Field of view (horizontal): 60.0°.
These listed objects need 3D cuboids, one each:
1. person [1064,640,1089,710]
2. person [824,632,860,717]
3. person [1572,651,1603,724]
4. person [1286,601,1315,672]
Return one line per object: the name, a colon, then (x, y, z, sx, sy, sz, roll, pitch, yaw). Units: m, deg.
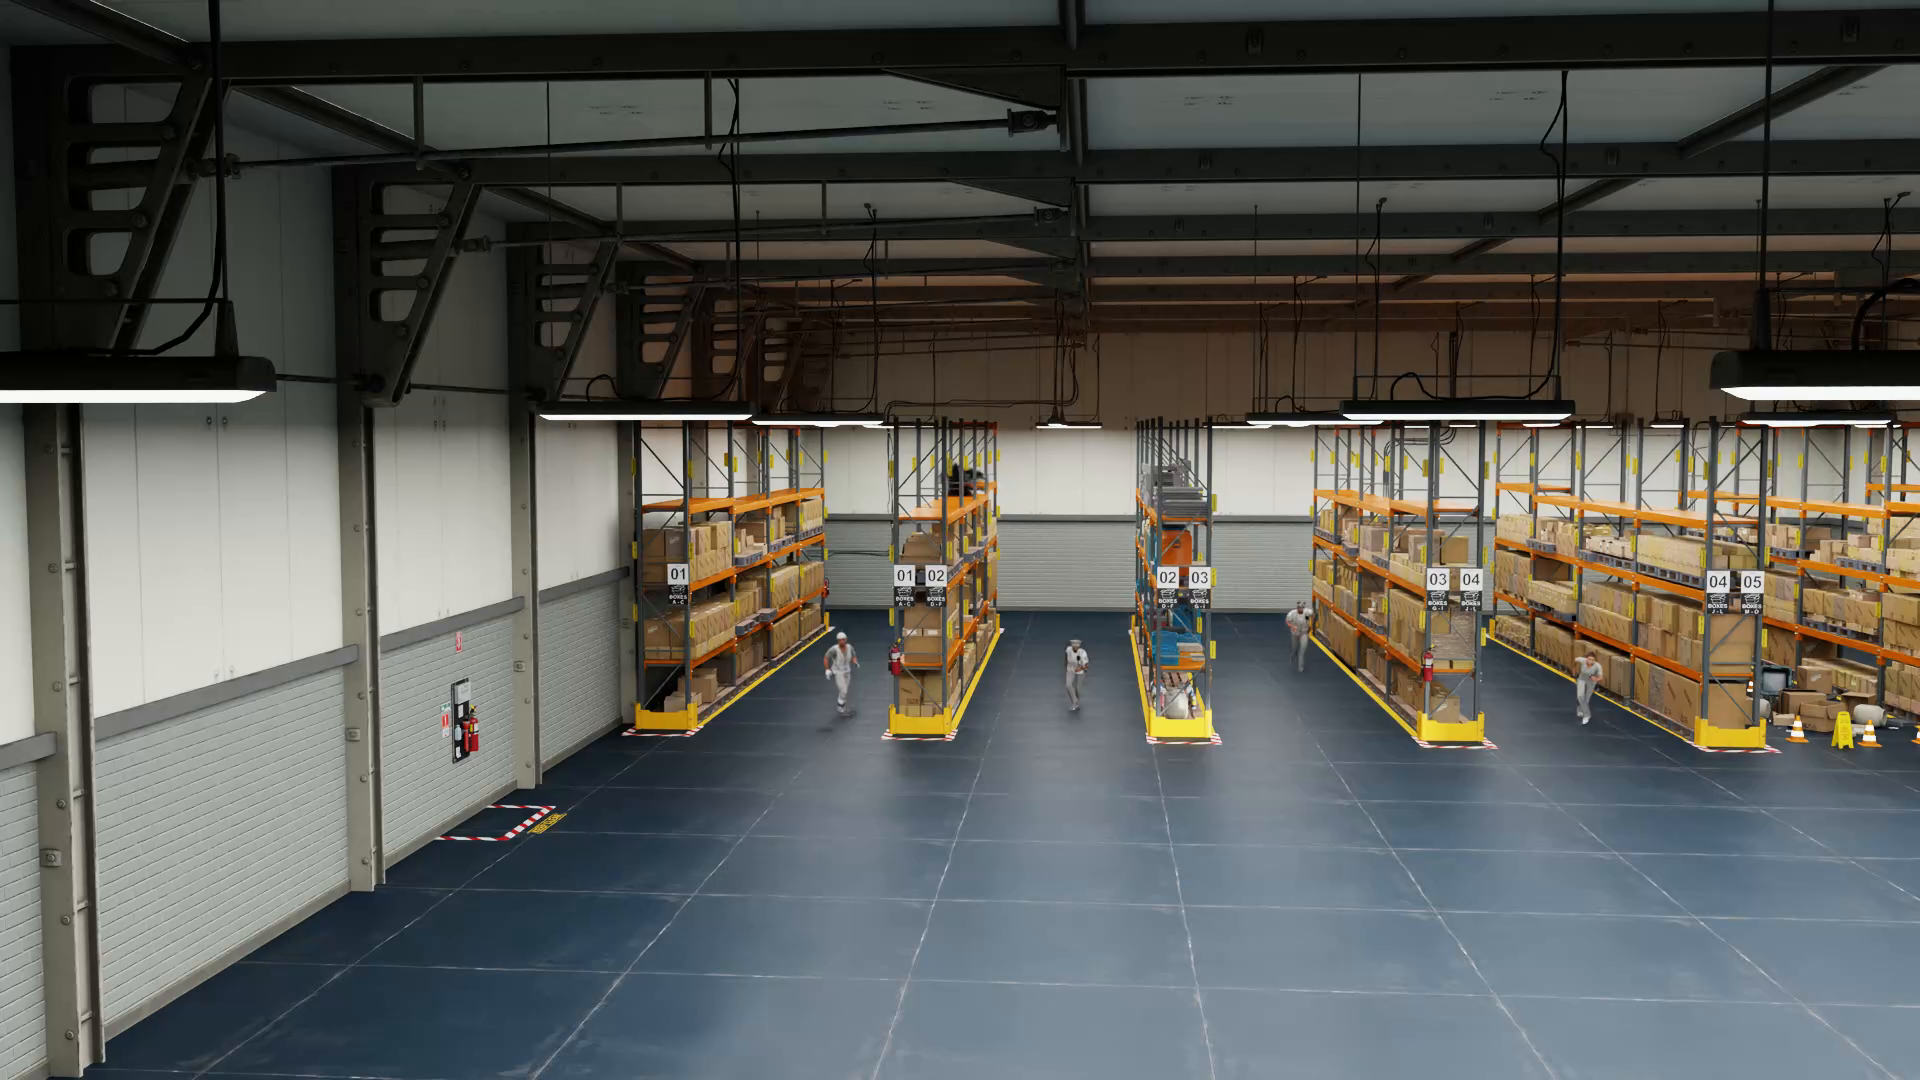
person: (2.409, 2.726, 34.214, 0.581, 1.457, 1.079, 1, 4, 14)
person: (-2.344, 2.701, 33.503, 0.659, 1.726, 0.792, -3, 5, -43)
person: (12.373, 2.871, 32.804, 0.557, 1.457, 1.109, 1, 4, 17)
person: (8.182, 2.288, 40.146, 0.705, 1.723, 1.026, 0, 4, -2)
